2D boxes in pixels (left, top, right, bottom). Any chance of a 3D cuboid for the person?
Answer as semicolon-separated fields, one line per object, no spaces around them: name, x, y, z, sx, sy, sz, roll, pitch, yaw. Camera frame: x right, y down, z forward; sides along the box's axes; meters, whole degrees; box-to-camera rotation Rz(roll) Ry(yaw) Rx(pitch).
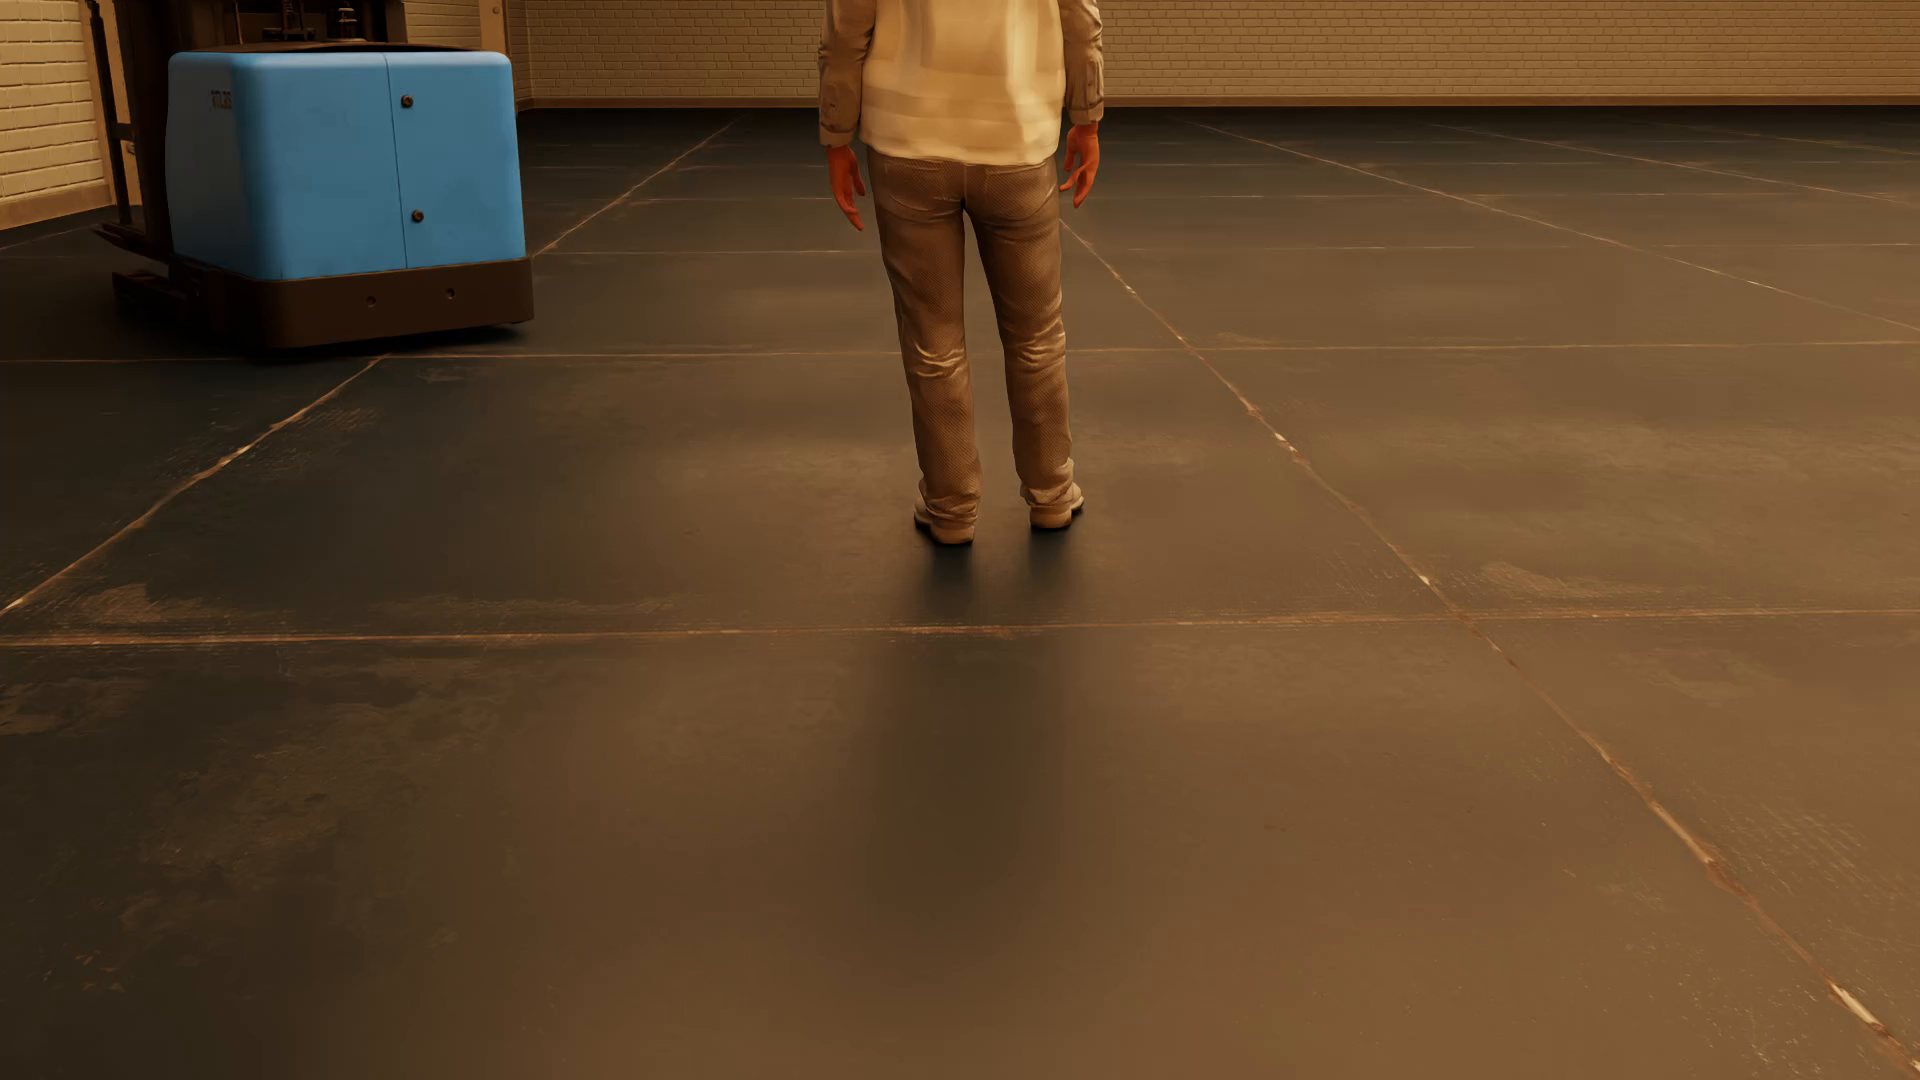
person;0.005;-0.874;3.716;0.632;1.773;0.568;-1;17;-3

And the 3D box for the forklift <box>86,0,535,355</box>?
forklift;-2.999;-2.434;6.865;1.130;2.935;3.031;-14;22;-38
